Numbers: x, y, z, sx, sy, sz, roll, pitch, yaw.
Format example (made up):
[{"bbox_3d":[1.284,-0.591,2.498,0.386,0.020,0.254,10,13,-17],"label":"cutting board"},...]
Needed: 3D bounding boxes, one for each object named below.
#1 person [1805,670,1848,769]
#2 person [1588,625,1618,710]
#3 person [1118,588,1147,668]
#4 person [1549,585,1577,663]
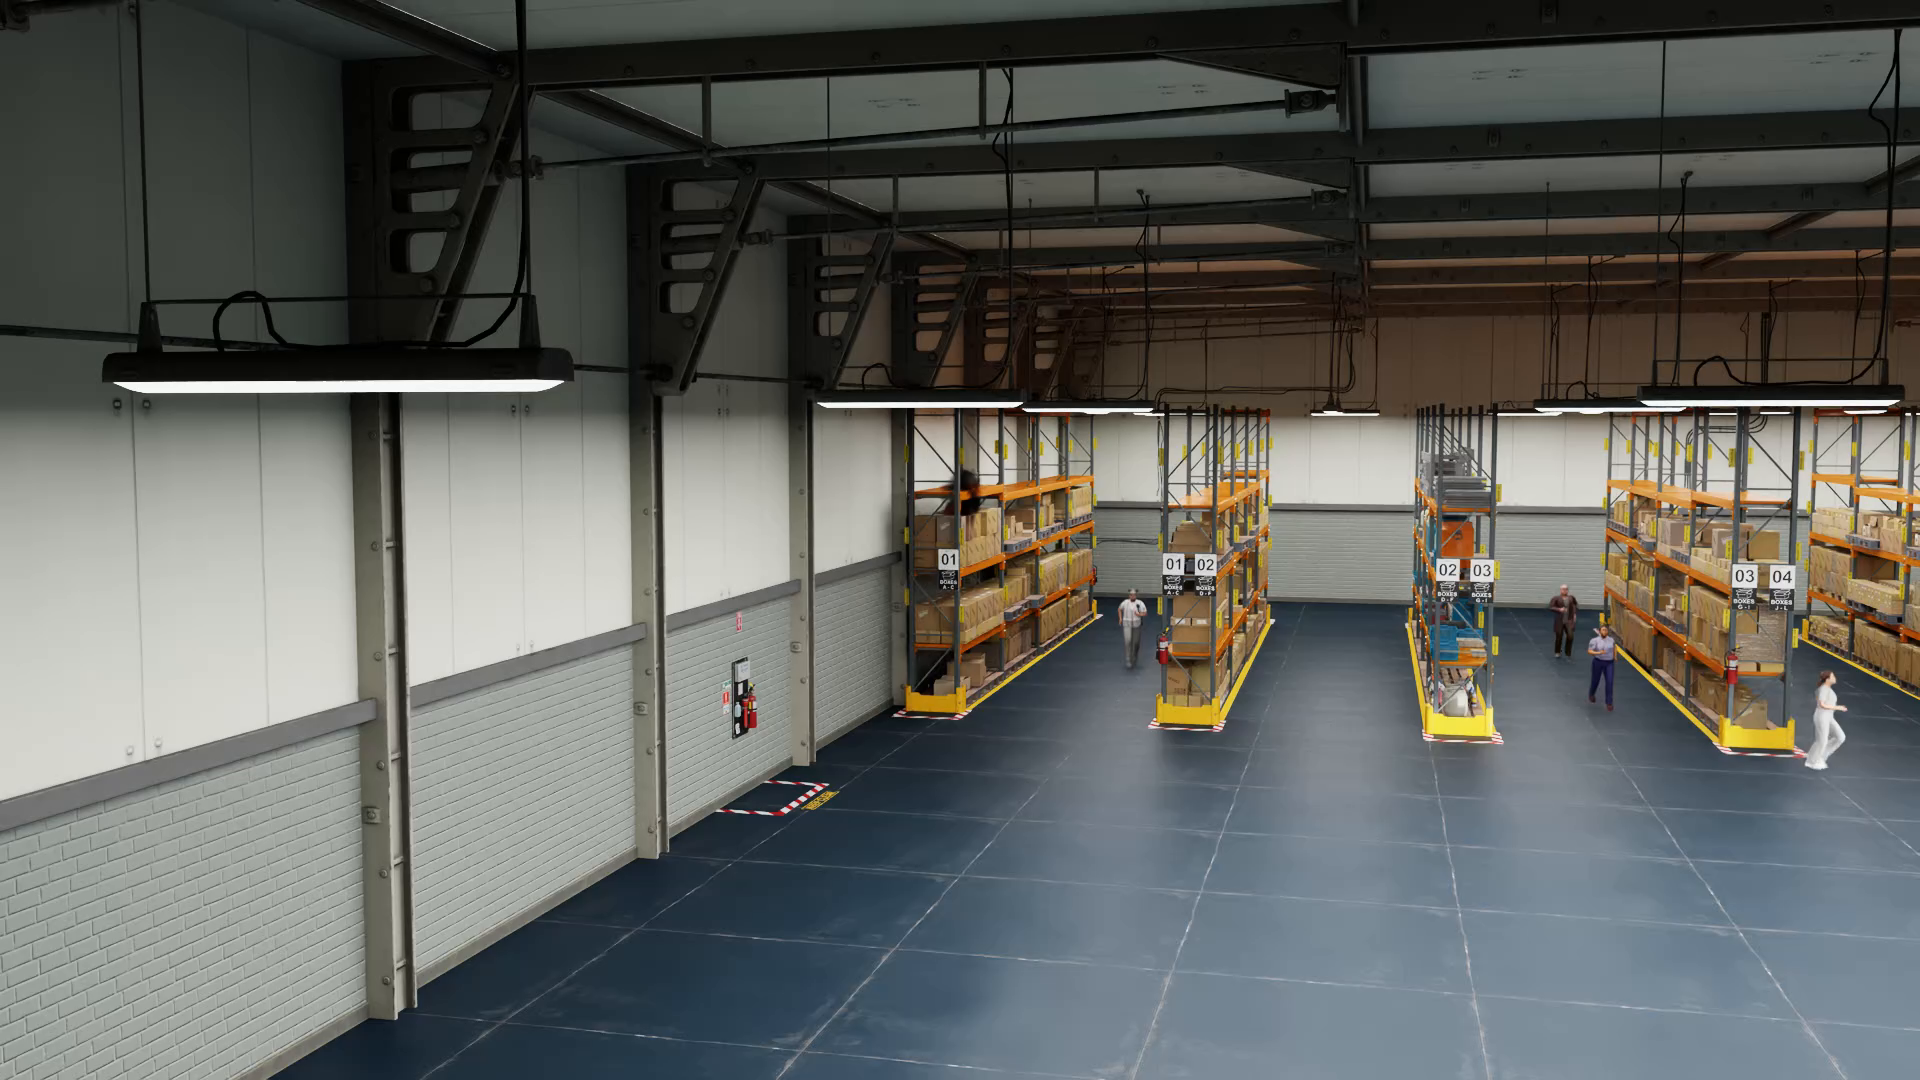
[{"bbox_3d":[14.090,2.924,27.019,0.624,1.639,0.542,4,5,40],"label":"person"},{"bbox_3d":[12.720,2.490,32.899,0.607,1.632,0.941,1,4,7],"label":"person"},{"bbox_3d":[4.003,2.012,38.584,0.651,1.807,0.929,0,4,3],"label":"person"},{"bbox_3d":[14.262,2.023,39.322,0.708,1.767,0.840,1,4,7],"label":"person"}]
